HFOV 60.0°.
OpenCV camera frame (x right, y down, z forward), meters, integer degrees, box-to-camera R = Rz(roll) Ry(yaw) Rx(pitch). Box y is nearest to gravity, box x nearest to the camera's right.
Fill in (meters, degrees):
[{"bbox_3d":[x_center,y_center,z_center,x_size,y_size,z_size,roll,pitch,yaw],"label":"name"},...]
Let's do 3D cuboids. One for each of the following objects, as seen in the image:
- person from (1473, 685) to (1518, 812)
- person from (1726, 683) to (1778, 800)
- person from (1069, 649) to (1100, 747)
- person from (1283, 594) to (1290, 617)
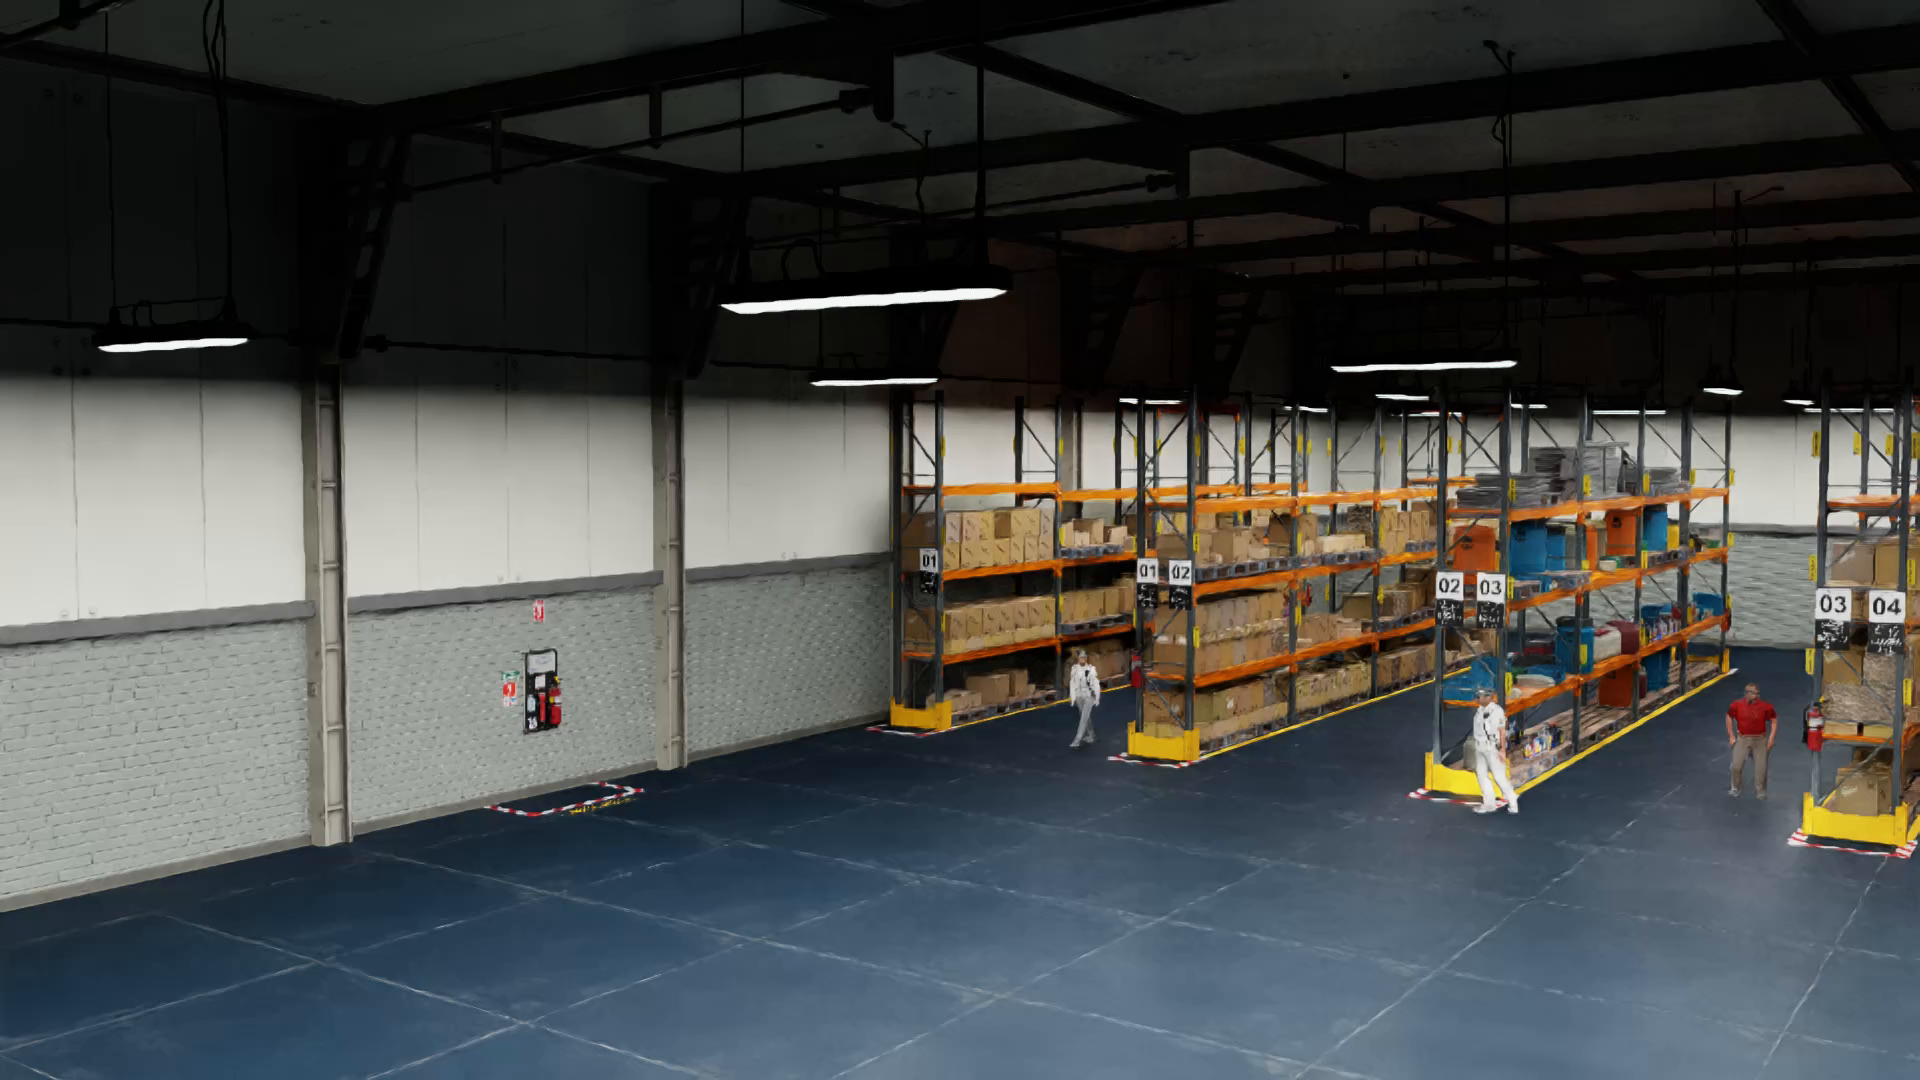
[{"bbox_3d":[7.343,2.853,22.760,0.584,1.747,0.595,-1,3,-16],"label":"person"},{"bbox_3d":[11.213,2.843,23.571,0.682,1.675,0.535,2,4,33],"label":"person"},{"bbox_3d":[2.054,2.605,27.694,0.480,1.612,0.974,2,4,32],"label":"person"},{"bbox_3d":[7.661,2.026,39.113,0.419,1.514,1.032,2,4,33],"label":"person"}]
